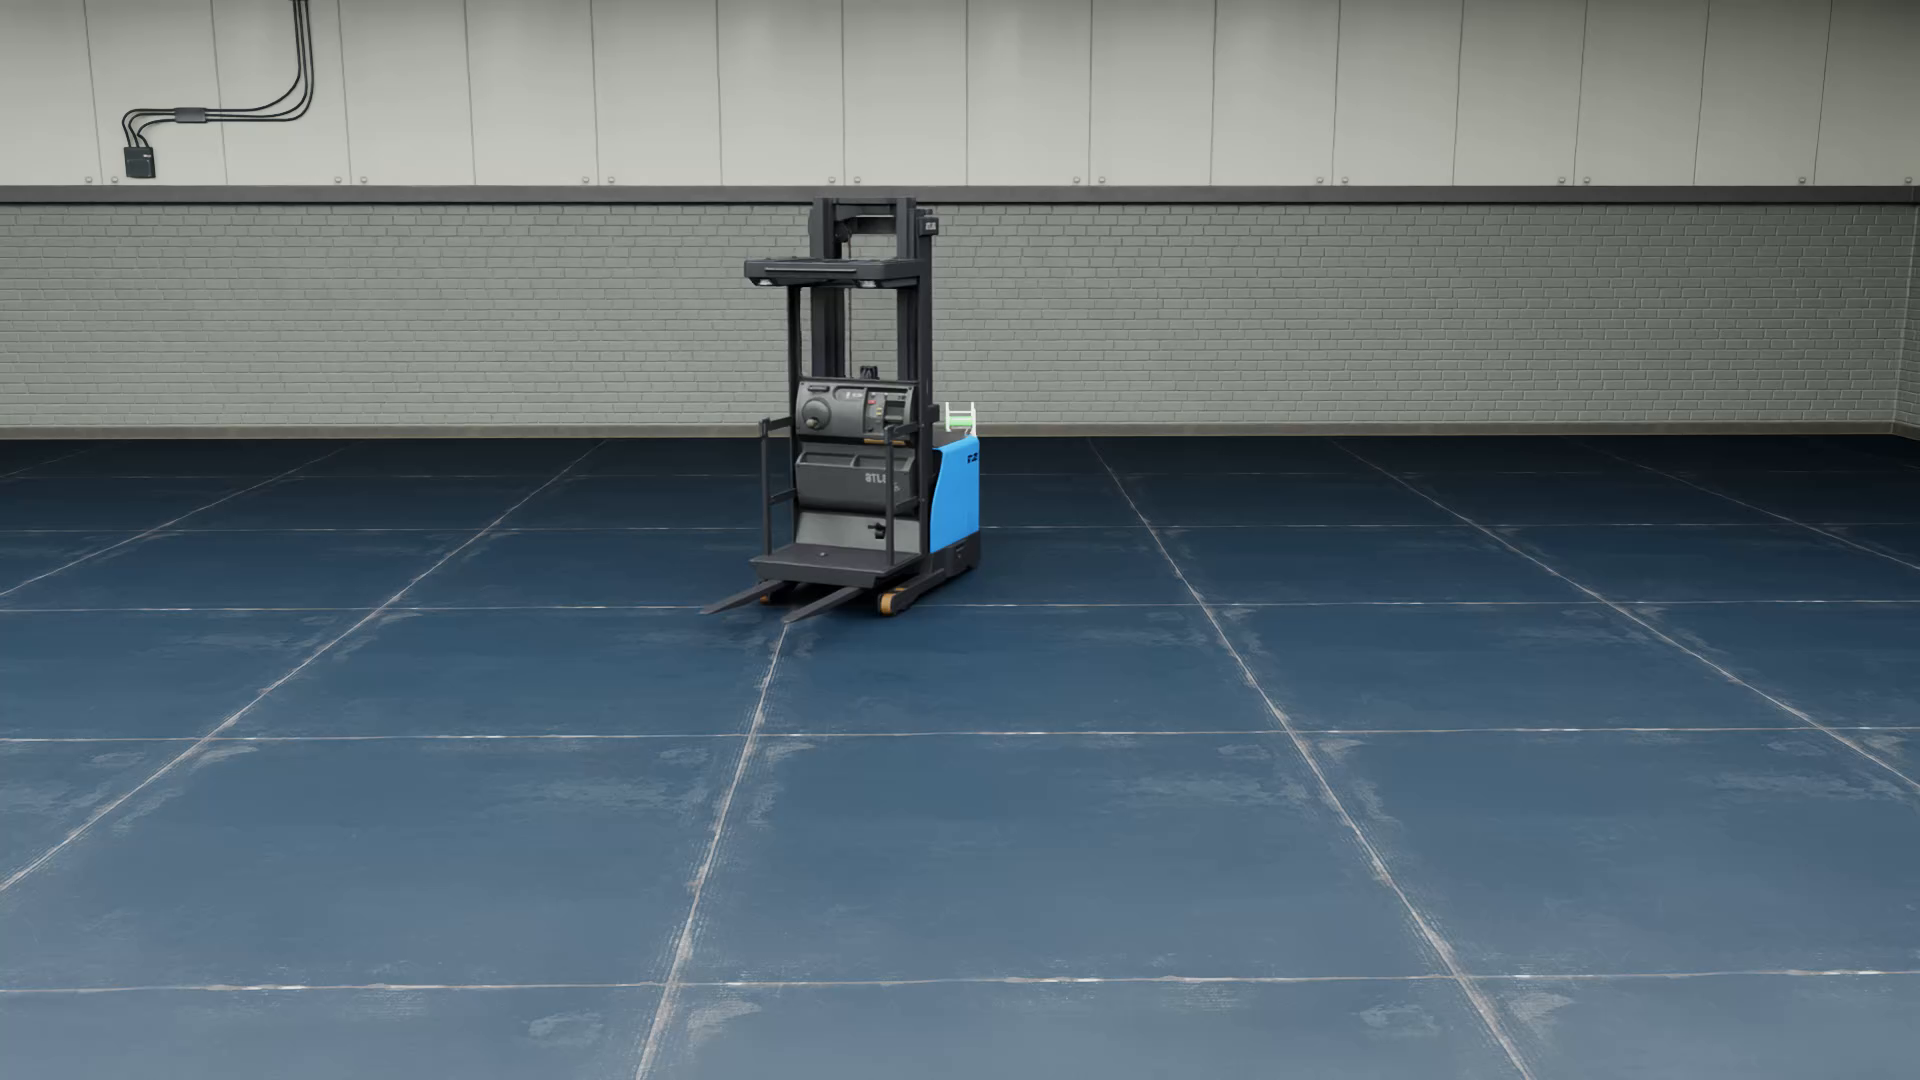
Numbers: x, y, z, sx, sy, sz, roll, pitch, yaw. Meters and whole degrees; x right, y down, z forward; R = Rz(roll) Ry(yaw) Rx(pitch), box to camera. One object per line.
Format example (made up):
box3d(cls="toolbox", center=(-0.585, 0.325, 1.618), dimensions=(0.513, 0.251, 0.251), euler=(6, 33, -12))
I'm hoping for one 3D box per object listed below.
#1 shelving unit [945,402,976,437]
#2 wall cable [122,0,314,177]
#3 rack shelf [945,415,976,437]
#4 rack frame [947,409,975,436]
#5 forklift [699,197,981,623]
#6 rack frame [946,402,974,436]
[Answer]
box3d(cls="shelving unit", center=(0.003, -0.555, 14.278), dimensions=(0.258, 1.200, 0.503), euler=(0, 11, -1))
box3d(cls="wall cable", center=(-8.908, -7.335, 19.527), dimensions=(2.305, 6.003, 0.169), euler=(0, 11, -1))
box3d(cls="rack shelf", center=(0.003, -0.963, 14.195), dimensions=(0.258, 0.148, 0.480), euler=(0, 11, -1))
box3d(cls="rack frame", center=(0.008, -0.507, 14.039), dimensions=(0.240, 1.200, 0.015), euler=(0, 11, -1))
box3d(cls="forklift", center=(-0.856, -0.988, 12.056), dimensions=(1.130, 2.935, 3.031), euler=(5, 12, 22))
box3d(cls="rack frame", center=(-0.002, -0.604, 14.517), dimensions=(0.240, 1.200, 0.015), euler=(0, 11, -1))
